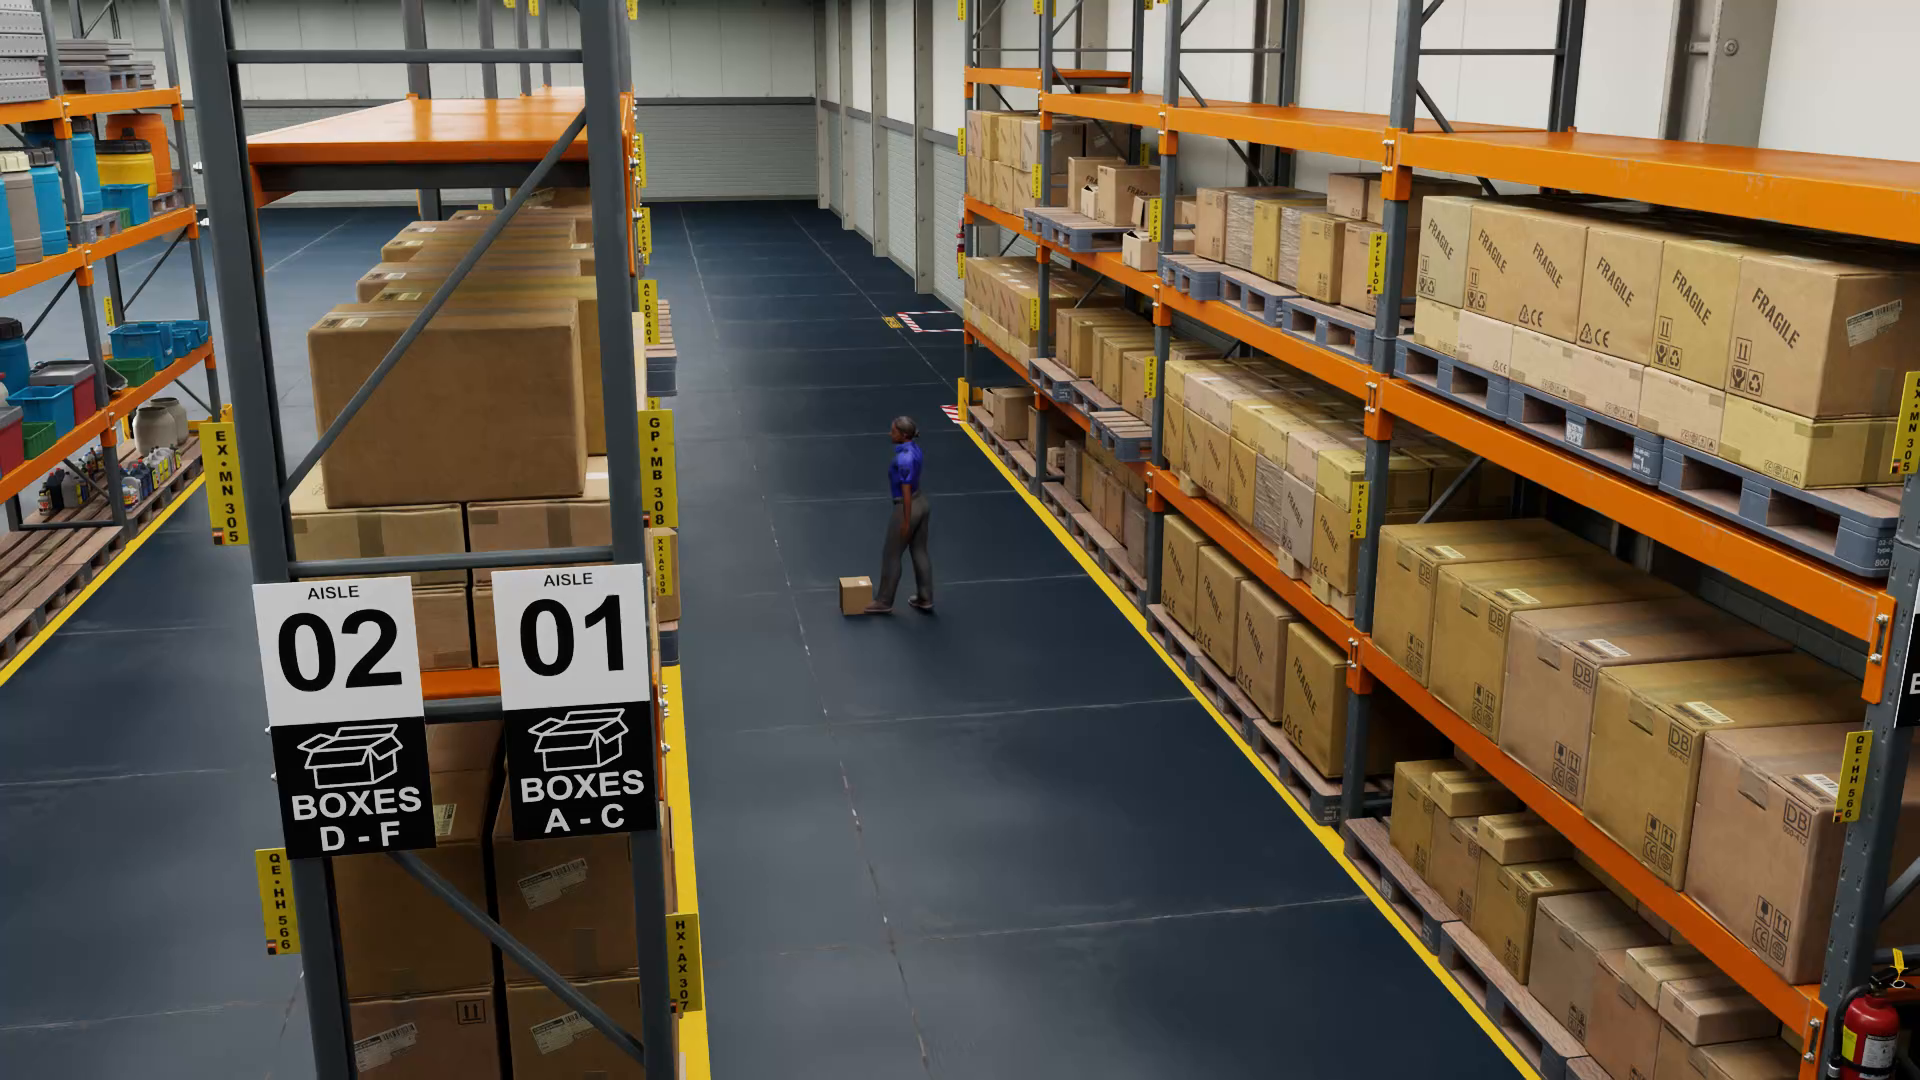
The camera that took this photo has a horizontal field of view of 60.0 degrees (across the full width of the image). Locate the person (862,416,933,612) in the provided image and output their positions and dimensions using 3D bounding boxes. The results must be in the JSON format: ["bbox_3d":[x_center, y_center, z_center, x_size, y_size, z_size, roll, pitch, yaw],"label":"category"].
[{"bbox_3d":[-0.517,-0.227,13.783,0.585,1.650,0.504,5,17,18],"label":"person"}]
